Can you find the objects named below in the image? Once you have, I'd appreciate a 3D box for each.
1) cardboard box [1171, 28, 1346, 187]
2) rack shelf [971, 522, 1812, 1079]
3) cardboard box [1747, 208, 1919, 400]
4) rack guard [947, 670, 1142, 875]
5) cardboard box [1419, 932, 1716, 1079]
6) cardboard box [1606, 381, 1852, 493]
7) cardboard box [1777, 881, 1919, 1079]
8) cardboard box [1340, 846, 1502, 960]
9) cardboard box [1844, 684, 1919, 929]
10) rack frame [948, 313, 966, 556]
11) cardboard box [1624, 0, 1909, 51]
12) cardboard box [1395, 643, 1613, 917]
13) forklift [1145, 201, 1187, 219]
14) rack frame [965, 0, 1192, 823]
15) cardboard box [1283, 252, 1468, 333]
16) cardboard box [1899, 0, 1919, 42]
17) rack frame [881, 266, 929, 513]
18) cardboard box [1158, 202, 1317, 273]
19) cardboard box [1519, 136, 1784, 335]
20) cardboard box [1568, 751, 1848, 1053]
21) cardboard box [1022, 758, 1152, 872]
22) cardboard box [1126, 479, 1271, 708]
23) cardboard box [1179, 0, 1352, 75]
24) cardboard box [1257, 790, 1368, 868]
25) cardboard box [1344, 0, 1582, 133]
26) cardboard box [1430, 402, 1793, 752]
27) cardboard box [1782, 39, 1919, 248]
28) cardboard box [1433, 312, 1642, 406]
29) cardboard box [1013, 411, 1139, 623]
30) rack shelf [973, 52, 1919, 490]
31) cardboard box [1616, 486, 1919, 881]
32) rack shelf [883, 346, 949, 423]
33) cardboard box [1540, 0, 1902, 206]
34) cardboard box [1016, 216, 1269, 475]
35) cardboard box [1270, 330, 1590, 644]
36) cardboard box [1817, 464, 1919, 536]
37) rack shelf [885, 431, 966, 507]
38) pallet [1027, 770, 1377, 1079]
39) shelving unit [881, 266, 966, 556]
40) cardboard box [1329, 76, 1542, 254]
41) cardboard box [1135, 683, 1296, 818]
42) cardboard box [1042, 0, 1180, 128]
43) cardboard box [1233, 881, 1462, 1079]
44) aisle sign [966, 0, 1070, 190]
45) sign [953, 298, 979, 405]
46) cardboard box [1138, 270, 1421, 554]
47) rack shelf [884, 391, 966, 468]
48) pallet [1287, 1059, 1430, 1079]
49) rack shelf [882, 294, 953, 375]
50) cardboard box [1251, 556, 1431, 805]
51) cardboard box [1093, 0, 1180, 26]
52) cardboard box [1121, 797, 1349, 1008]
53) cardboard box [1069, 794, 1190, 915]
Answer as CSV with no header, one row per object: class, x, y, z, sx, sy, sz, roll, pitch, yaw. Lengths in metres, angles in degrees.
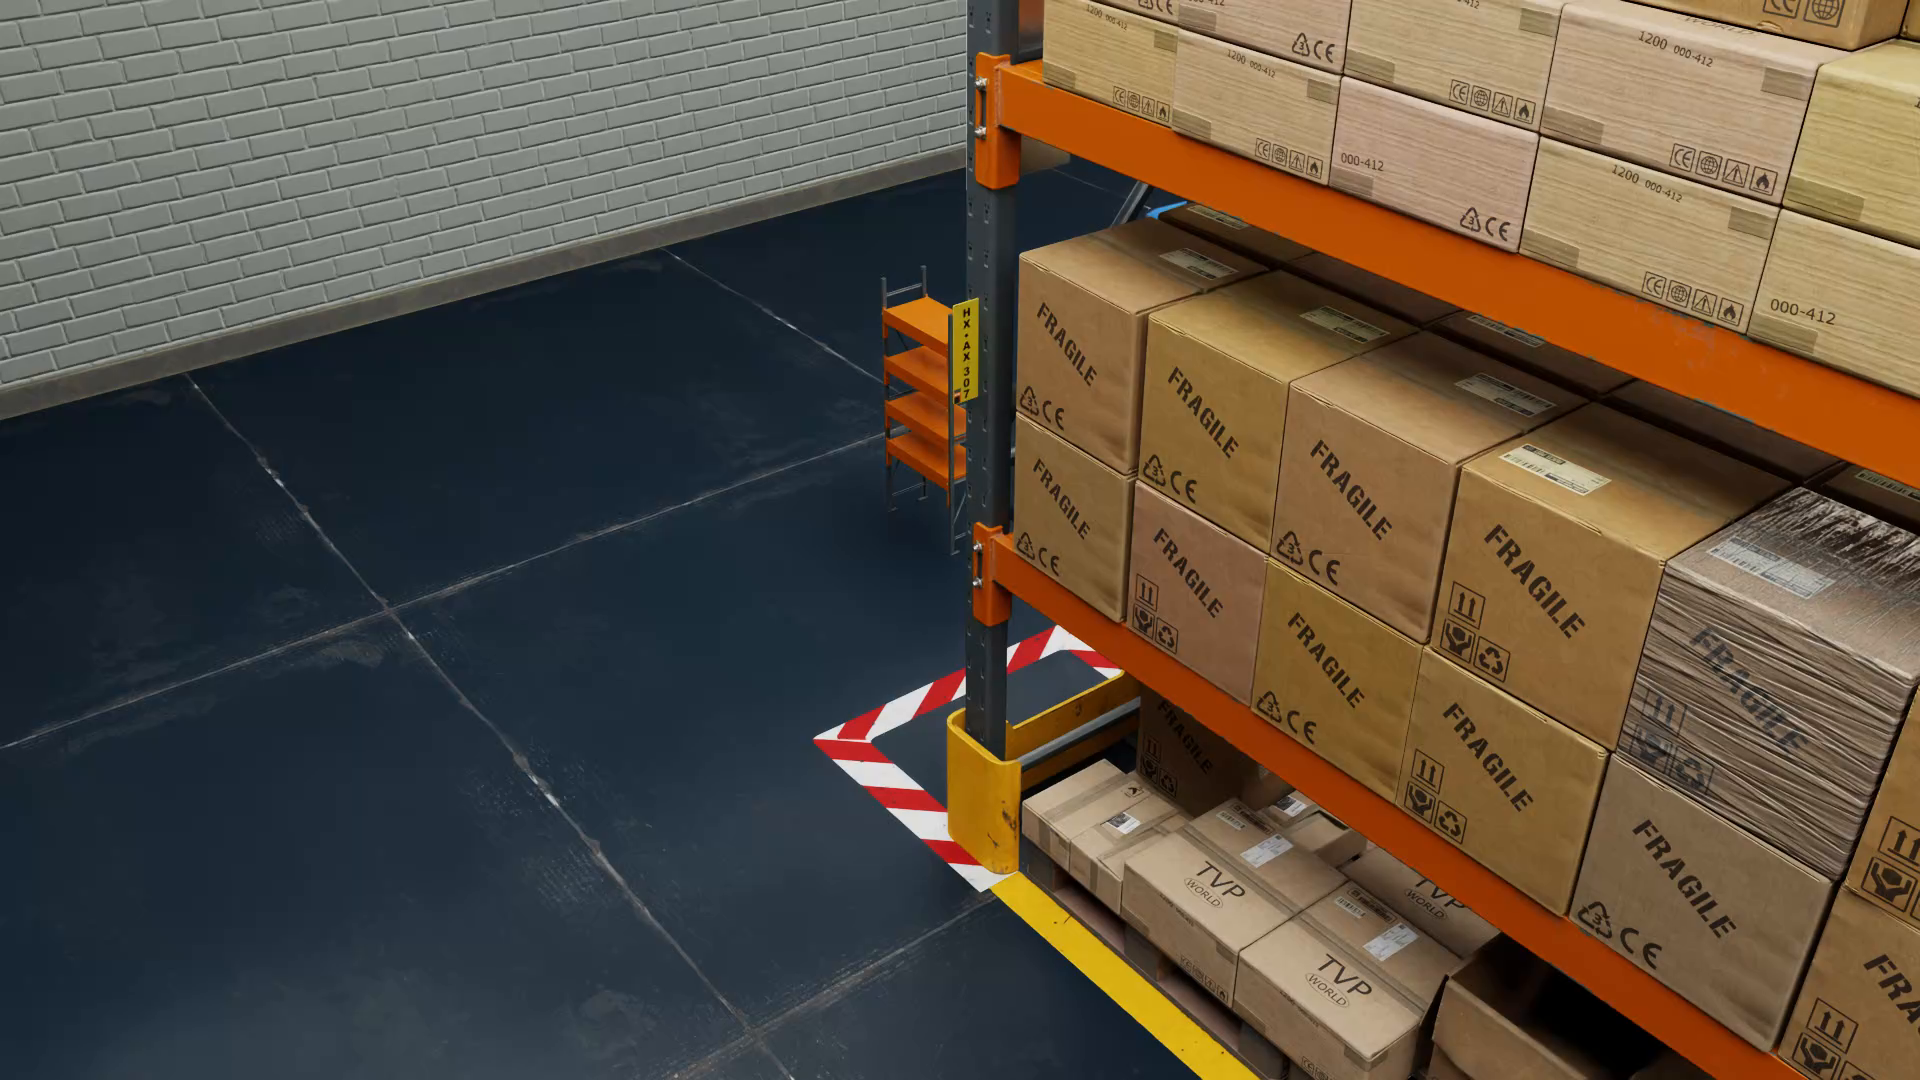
cardboard box,0.859,-1.075,3.937,0.500,0.250,0.500,-22,38,-31
rack shelf,1.675,0.765,4.356,1.077,0.370,4.000,-22,38,-31
cardboard box,1.782,-0.451,2.933,0.500,0.250,0.500,-22,38,-31
rack guard,0.495,0.720,6.117,1.175,0.500,0.348,-22,38,-31
cardboard box,1.745,1.386,4.625,0.797,0.503,0.637,-22,38,-31
cardboard box,1.886,-0.105,4.034,0.500,0.500,0.500,-21,38,-30
cardboard box,2.075,0.911,3.345,0.500,0.500,0.500,-21,38,-30
cardboard box,1.535,1.160,5.228,0.500,0.250,0.500,-22,38,-31
cardboard box,2.071,0.487,3.081,0.500,0.500,0.500,-23,39,-32
rack frame,0.048,-0.477,7.381,0.240,1.200,0.015,-22,38,-31
cardboard box,1.640,-1.258,3.047,0.700,0.500,0.500,-22,38,-31
cardboard box,1.444,0.486,4.029,0.500,0.500,0.500,-22,38,-31
forklift,2.425,-2.207,8.525,3.031,2.935,1.130,-19,37,-28
rack frame,0.449,-0.374,5.509,1.000,3.000,0.127,-22,38,-31
cardboard box,1.249,-0.534,4.724,0.500,0.500,0.500,-21,38,-30
cardboard box,2.067,-1.099,2.791,0.700,0.500,0.500,-22,38,-31
rack frame,-0.251,-0.680,7.708,0.240,1.200,0.015,-22,38,-31
cardboard box,0.939,-0.744,5.063,0.500,0.500,0.500,-23,38,-32
cardboard box,1.479,-0.661,3.271,0.500,0.250,0.500,-22,38,-31
cardboard box,1.758,0.698,3.689,0.500,0.500,0.500,-21,38,-30
cardboard box,0.434,0.936,5.685,0.380,0.149,0.250,-22,38,-31
cardboard box,0.833,0.067,4.704,0.500,0.500,0.500,-23,38,-32
cardboard box,0.859,-1.288,3.805,0.500,0.250,0.500,-22,38,-31
cardboard box,1.154,0.988,5.585,0.380,0.166,0.250,-22,38,-31
cardboard box,1.171,-1.081,3.473,0.500,0.250,0.500,-22,38,-31
cardboard box,1.454,0.066,3.758,0.500,0.500,0.500,-23,38,-32
cardboard box,1.780,-0.663,2.800,0.500,0.250,0.500,-22,38,-31
cardboard box,1.571,-0.320,4.379,0.500,0.500,0.500,-21,38,-30
cardboard box,0.512,-0.146,5.047,0.500,0.500,0.500,-21,38,-30
rack shelf,1.675,-0.509,3.565,1.077,0.370,4.000,-22,38,-31
cardboard box,1.762,0.276,3.419,0.500,0.500,0.500,-22,38,-31
rack shelf,-0.101,-0.712,7.462,0.258,0.148,0.480,-22,38,-31
cardboard box,1.474,-0.872,3.136,0.500,0.250,0.500,-22,38,-31
cardboard box,0.512,-0.571,4.783,0.500,0.500,0.500,-21,38,-30
cardboard box,1.142,-0.145,4.098,0.500,0.500,0.500,-22,38,-31
cardboard box,2.203,0.109,3.688,0.500,0.500,0.500,-24,39,-33
rack shelf,-0.102,-0.353,7.685,0.258,0.148,0.480,-22,38,-31
pallet,0.985,1.175,5.659,1.003,0.211,1.213,-22,38,-31
shelving unit,-0.101,-0.579,7.545,0.258,1.200,0.503,-22,38,-31
cardboard box,1.167,-0.867,3.603,0.500,0.250,0.500,-22,38,-31
cardboard box,0.977,0.648,5.816,0.500,0.500,0.500,-22,38,-31
cardboard box,0.563,-1.288,4.280,0.500,0.250,0.500,-22,38,-31
cardboard box,1.171,1.343,4.934,0.500,0.250,0.500,-22,38,-31
aisle sign,0.175,-1.411,4.716,0.394,0.787,0.004,-22,38,-31
sign,0.020,-0.566,4.997,0.100,0.325,0.005,-22,38,-31
cardboard box,0.839,-0.355,4.437,0.500,0.500,0.500,-22,38,-31
rack shelf,-0.101,-0.522,7.580,0.258,0.148,0.480,-22,38,-31
pallet,1.729,1.683,4.841,1.003,0.211,1.213,-22,38,-31
rack shelf,-0.101,-0.913,7.337,0.258,0.148,0.480,-22,38,-31
cardboard box,1.138,0.278,4.365,0.500,0.500,0.500,-22,38,-32
cardboard box,0.558,-1.498,4.145,0.500,0.250,0.500,-22,38,-31
cardboard box,0.865,1.134,5.270,0.500,0.250,0.500,-22,38,-31
cardboard box,0.587,1.033,5.512,0.380,0.166,0.250,-22,38,-31
